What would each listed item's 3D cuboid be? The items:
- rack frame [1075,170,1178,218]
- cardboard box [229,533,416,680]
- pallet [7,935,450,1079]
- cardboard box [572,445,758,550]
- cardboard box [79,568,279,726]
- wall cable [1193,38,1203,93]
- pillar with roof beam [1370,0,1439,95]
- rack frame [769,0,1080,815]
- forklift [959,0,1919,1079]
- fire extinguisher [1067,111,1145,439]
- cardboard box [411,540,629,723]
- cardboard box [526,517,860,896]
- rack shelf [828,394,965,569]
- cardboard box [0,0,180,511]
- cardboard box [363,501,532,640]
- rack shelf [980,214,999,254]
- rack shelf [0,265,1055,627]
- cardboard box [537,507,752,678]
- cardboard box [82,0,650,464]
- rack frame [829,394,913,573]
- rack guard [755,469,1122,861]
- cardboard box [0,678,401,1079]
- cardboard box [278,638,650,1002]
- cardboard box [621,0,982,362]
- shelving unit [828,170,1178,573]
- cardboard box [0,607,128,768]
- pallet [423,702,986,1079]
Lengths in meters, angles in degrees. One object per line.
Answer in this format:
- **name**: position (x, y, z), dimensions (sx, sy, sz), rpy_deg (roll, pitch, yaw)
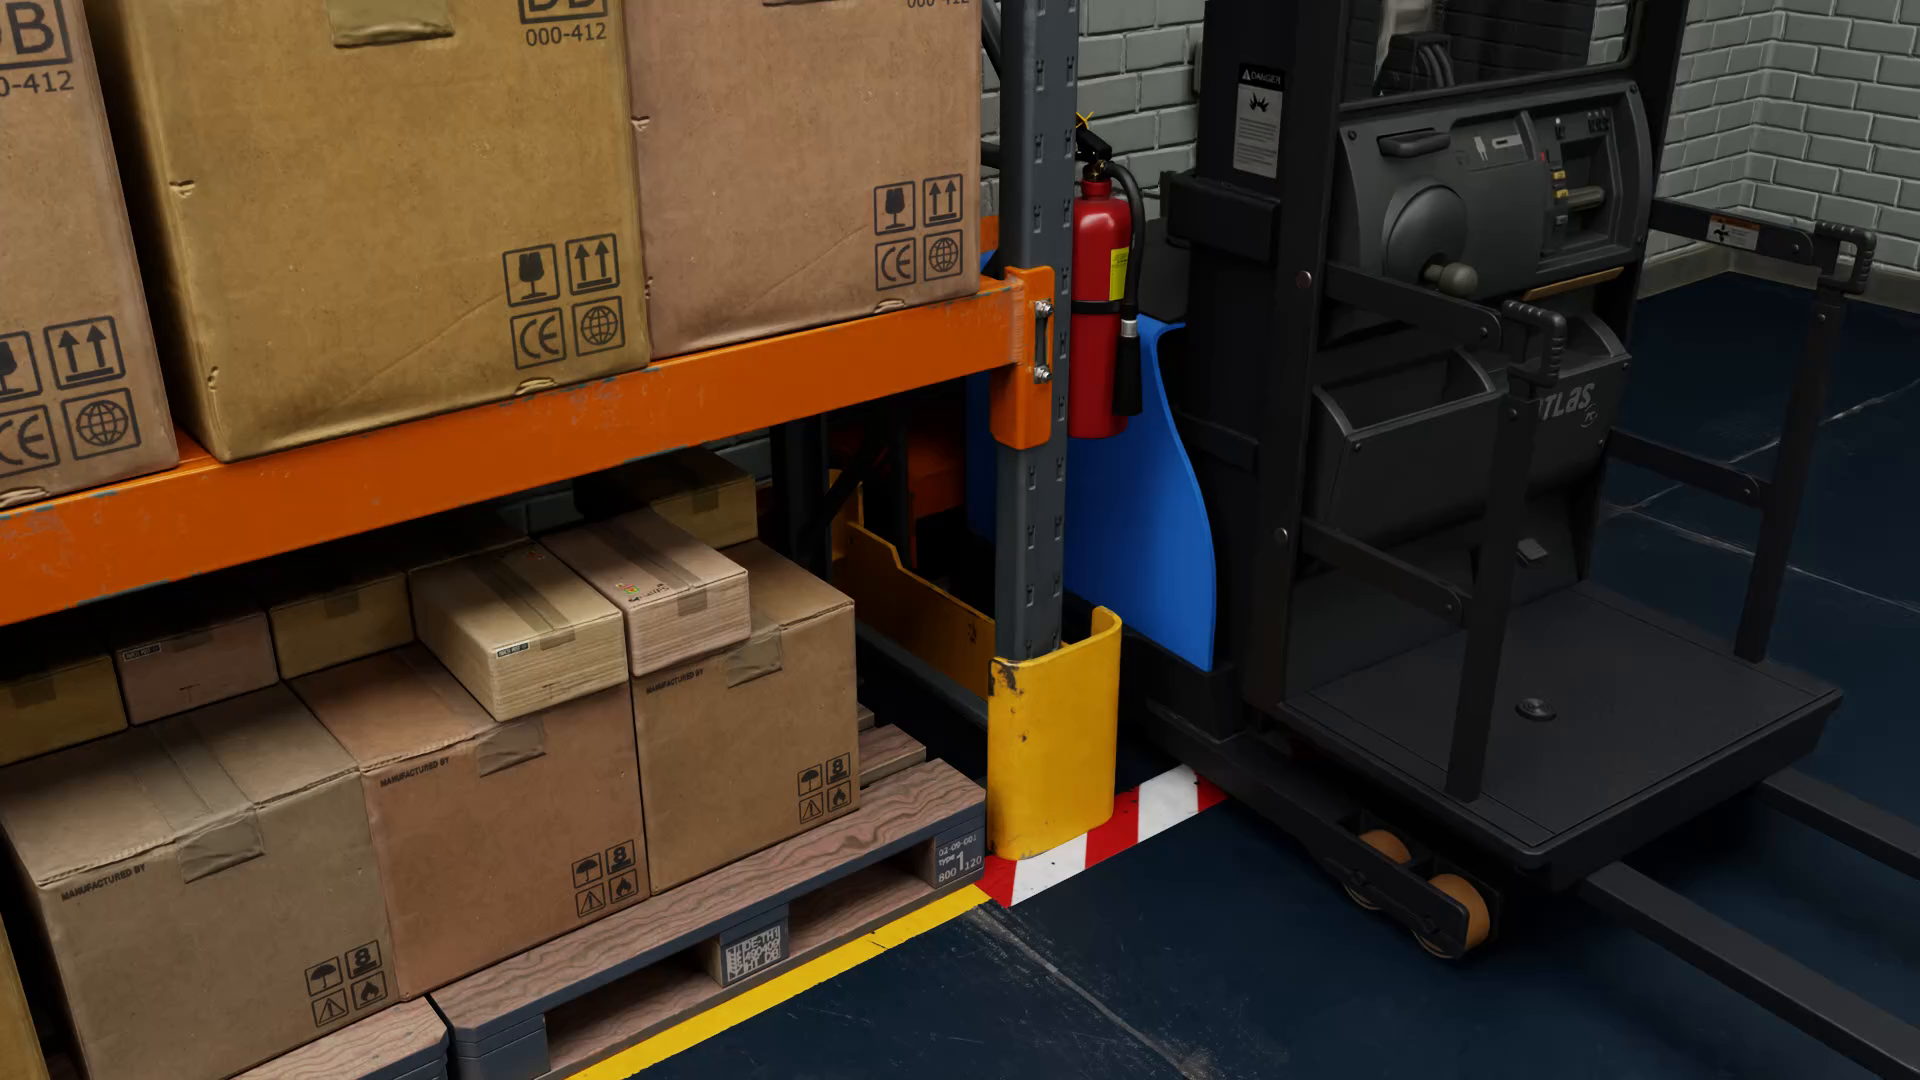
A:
- **rack frame**: position (0.483, -0.610, 5.197), dimensions (0.032, 1.125, 0.500), rpy_deg (-19, 28, -35)
- **cardboard box**: position (-1.240, 0.096, 3.180), dimensions (0.250, 0.149, 0.380), rpy_deg (-18, 30, -34)
- **pallet**: position (-1.671, 0.948, 2.958), dimensions (1.213, 0.211, 1.003), rpy_deg (-18, 31, -34)
- **cardboard box**: position (-0.644, -0.101, 3.604), dimensions (0.250, 0.149, 0.380), rpy_deg (-18, 30, -34)
- **cardboard box**: position (-1.440, 0.162, 3.037), dimensions (0.250, 0.149, 0.380), rpy_deg (-18, 30, -33)
- **wall cable**: position (0.294, -1.973, 4.731), dimensions (1.851, 1.984, 0.084), rpy_deg (-18, 31, -34)
- **pillar with roof beam**: position (4.117, -3.149, 1.346), dimensions (0.400, 9.000, 9.100), rpy_deg (-18, 31, -34)
- **rack frame**: position (-0.130, -0.866, 3.553), dimensions (0.127, 3.000, 1.000), rpy_deg (-18, 31, -34)
- **forklift**: position (1.250, -0.706, 3.288), dimensions (1.130, 2.935, 3.031), rpy_deg (-16, 29, -31)
- **fire extinguisher**: position (0.273, -0.548, 3.403), dimensions (0.183, 0.674, 0.296), rpy_deg (-18, 31, -34)
- **cardboard box**: position (-0.809, 0.158, 3.046), dimensions (0.250, 0.149, 0.380), rpy_deg (-17, 30, -33)
- **cardboard box**: position (-0.619, 0.292, 3.528), dimensions (0.500, 0.500, 0.700), rpy_deg (-18, 31, -34)
- **rack shelf**: position (0.095, -0.250, 5.002), dimensions (1.000, 0.278, 0.538), rpy_deg (-19, 28, -35)
- **cardboard box**: position (-1.697, -0.479, 2.362), dimensions (0.700, 0.700, 0.980), rpy_deg (-20, 32, -36)
- **cardboard box**: position (-1.043, 0.031, 3.320), dimensions (0.250, 0.149, 0.380), rpy_deg (-18, 30, -34)
- **rack shelf**: position (0.076, -0.746, 4.797), dimensions (1.000, 0.278, 0.538), rpy_deg (-19, 28, -35)
- **rack shelf**: position (-1.704, -0.020, 2.585), dimensions (4.000, 0.370, 1.077), rpy_deg (-18, 31, -34)
- **cardboard box**: position (-0.608, 0.092, 3.189), dimensions (0.250, 0.149, 0.380), rpy_deg (-19, 31, -35)
- **cardboard box**: position (-1.091, -0.674, 2.782), dimensions (0.700, 0.700, 0.980), rpy_deg (-19, 31, -34)
- **rack frame**: position (-0.311, -0.342, 4.621), dimensions (0.032, 1.125, 0.500), rpy_deg (-19, 28, -35)
- **rack guard**: position (-0.111, 0.261, 4.093), dimensions (0.348, 0.500, 1.175), rpy_deg (-18, 31, -34)
- **cardboard box**: position (-1.408, 0.553, 2.966), dimensions (0.500, 0.500, 0.700), rpy_deg (-19, 31, -36)
- **cardboard box**: position (-1.013, 0.422, 3.248), dimensions (0.500, 0.500, 0.700), rpy_deg (-18, 31, -34)
- **cardboard box**: position (-0.525, -0.866, 3.197), dimensions (0.700, 0.700, 0.980), rpy_deg (-17, 30, -32)
- **shelving unit**: position (0.086, -0.476, 4.909), dimensions (1.048, 1.125, 0.538), rpy_deg (-19, 28, -35)
- **cardboard box**: position (-1.641, 0.229, 2.893), dimensions (0.250, 0.149, 0.380), rpy_deg (-18, 30, -34)
- **pallet**: position (-0.711, 0.632, 3.637), dimensions (1.213, 0.211, 1.003), rpy_deg (-18, 31, -34)
